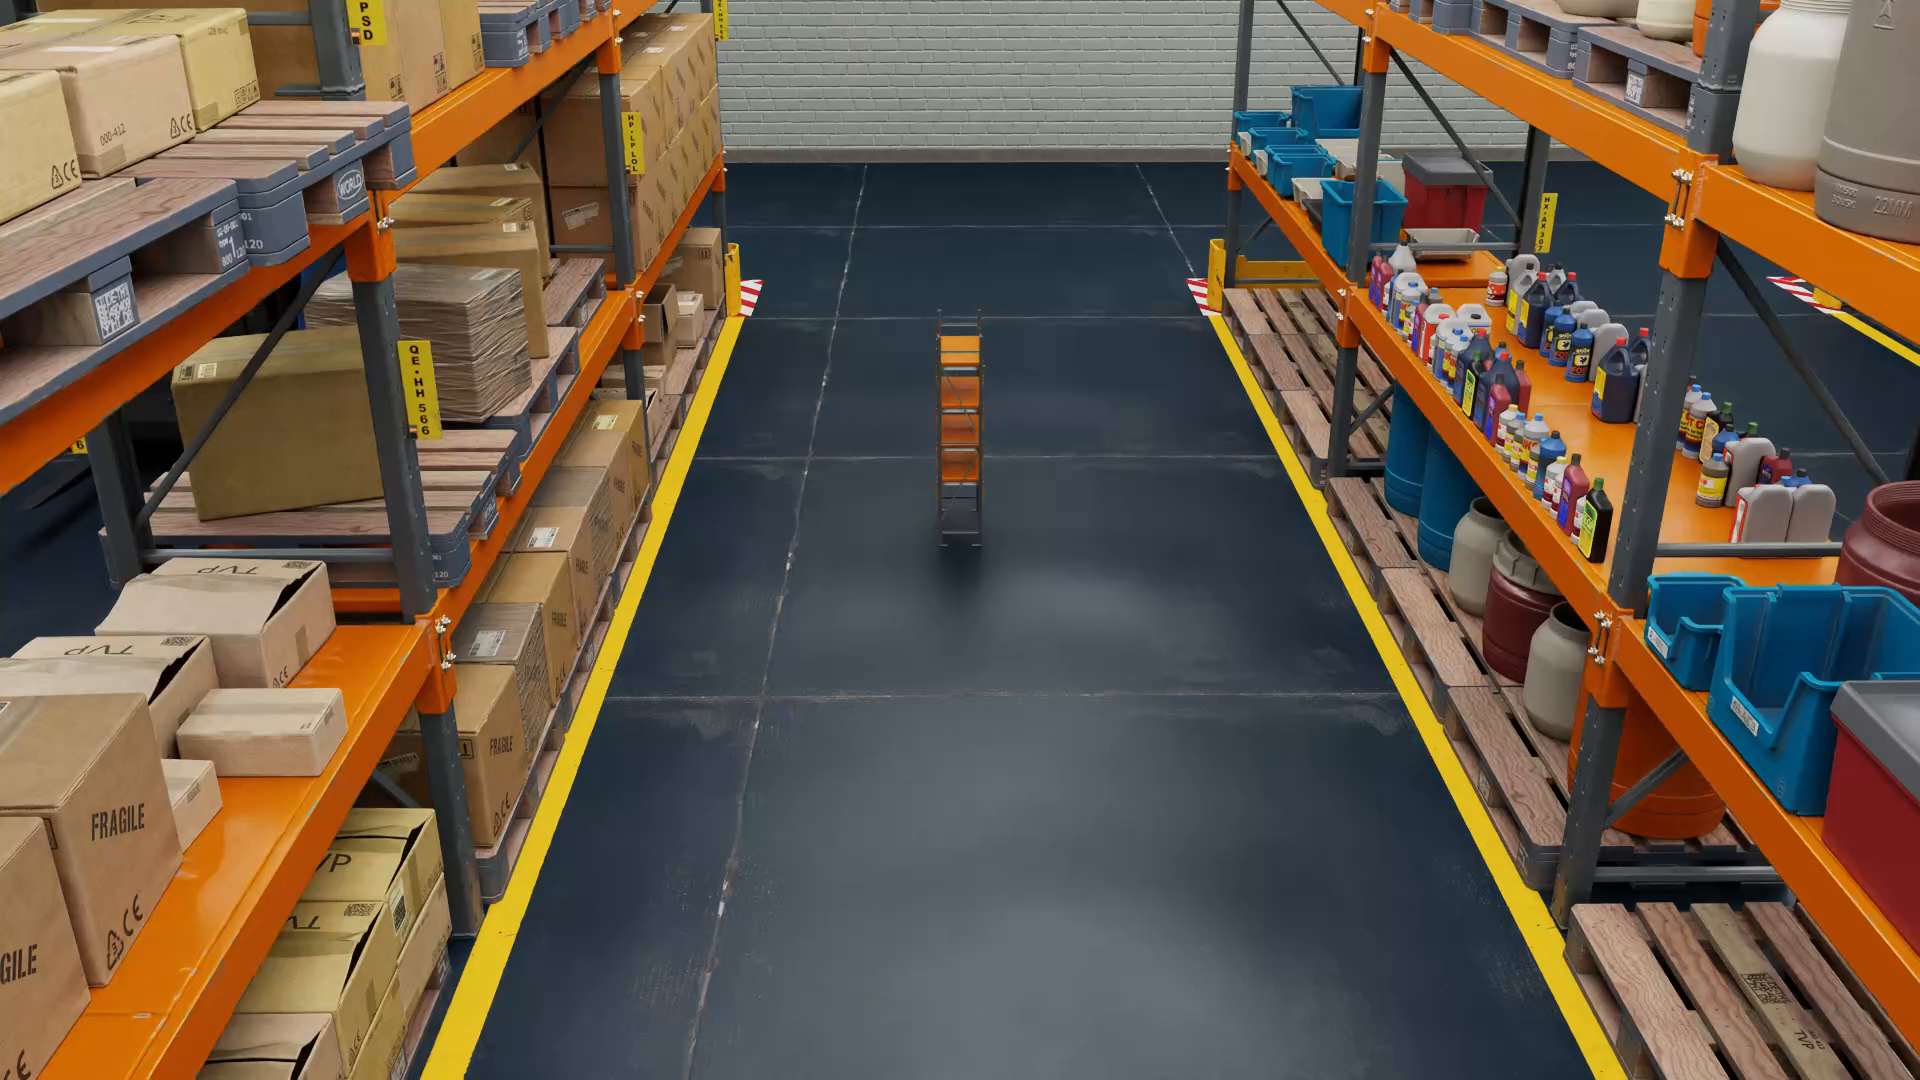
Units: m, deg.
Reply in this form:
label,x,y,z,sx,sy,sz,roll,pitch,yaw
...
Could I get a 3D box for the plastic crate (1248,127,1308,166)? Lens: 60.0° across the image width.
label,x,y,z,sx,sy,sz,roll,pitch,yaw
plastic crate,2.288,-2.834,12.006,0.416,0.233,0.300,0,24,-1

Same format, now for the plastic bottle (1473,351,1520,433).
label,x,y,z,sx,sy,sz,roll,pitch,yaw
plastic bottle,2.291,-0.640,7.084,0.144,0.351,0.185,0,24,-1

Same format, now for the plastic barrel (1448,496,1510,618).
label,x,y,z,sx,sy,sz,roll,pitch,yaw
plastic barrel,2.565,0.082,7.937,0.421,0.512,0.421,0,24,0

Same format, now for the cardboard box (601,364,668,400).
label,x,y,z,sx,sy,sz,roll,pitch,yaw
cardboard box,-2.110,-1.028,10.787,0.380,0.166,0.250,0,24,-1

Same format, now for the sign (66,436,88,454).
label,x,y,z,sx,sy,sz,roll,pitch,yaw
sign,-2.801,-0.425,5.241,0.100,0.325,0.005,0,24,-1

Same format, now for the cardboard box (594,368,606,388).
label,x,y,z,sx,sy,sz,roll,pitch,yaw
cardboard box,-2.600,-1.106,10.784,0.500,0.311,0.500,0,24,-1

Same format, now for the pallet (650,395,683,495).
label,x,y,z,sx,sy,sz,roll,pitch,yaw
pallet,-2.308,-0.600,10.322,1.003,0.211,1.213,0,24,-1

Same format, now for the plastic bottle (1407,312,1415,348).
label,x,y,z,sx,sy,sz,roll,pitch,yaw
plastic bottle,2.255,-1.047,8.166,0.097,0.201,0.097,0,24,0

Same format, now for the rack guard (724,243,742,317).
label,x,y,z,sx,sy,sz,roll,pitch,yaw
rack guard,-2.345,-2.066,13.212,1.175,0.500,0.348,0,24,-1

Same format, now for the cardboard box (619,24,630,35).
label,x,y,z,sx,sy,sz,roll,pitch,yaw
cardboard box,-2.591,-3.338,11.656,0.500,0.500,0.500,0,24,0

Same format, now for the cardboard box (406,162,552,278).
label,x,y,z,sx,sy,sz,roll,pitch,yaw
cardboard box,-2.520,-1.629,8.580,0.700,0.500,0.500,-9,26,-18

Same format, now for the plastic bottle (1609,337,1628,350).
label,x,y,z,sx,sy,sz,roll,pitch,yaw
plastic bottle,2.961,-0.777,7.484,0.097,0.271,0.097,0,24,0

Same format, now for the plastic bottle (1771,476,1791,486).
label,x,y,z,sx,sy,sz,roll,pitch,yaw
plastic bottle,3.038,-0.138,6.156,0.097,0.201,0.097,0,24,0

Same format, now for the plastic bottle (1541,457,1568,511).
label,x,y,z,sx,sy,sz,roll,pitch,yaw
plastic bottle,2.277,-0.218,6.332,0.097,0.201,0.097,0,24,0

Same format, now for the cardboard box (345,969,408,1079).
label,x,y,z,sx,sy,sz,roll,pitch,yaw
cardboard box,-1.999,1.550,5.011,0.500,0.250,0.500,-1,24,-1

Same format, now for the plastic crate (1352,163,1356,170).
label,x,y,z,sx,sy,sz,roll,pitch,yaw
plastic crate,2.835,-2.473,11.325,0.298,0.136,0.250,0,24,-1

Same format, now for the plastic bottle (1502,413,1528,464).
label,x,y,z,sx,sy,sz,roll,pitch,yaw
plastic bottle,2.272,-0.418,6.776,0.097,0.201,0.097,0,24,0

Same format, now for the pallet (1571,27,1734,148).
label,x,y,z,sx,sy,sz,roll,pitch,yaw
pallet,2.784,-1.557,5.642,1.003,0.211,1.213,0,24,-1

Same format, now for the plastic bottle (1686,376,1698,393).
label,x,y,z,sx,sy,sz,roll,pitch,yaw
plastic bottle,3.046,-0.564,6.998,0.061,0.283,0.133,0,24,-1

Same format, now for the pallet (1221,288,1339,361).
label,x,y,z,sx,sy,sz,roll,pitch,yaw
pallet,2.578,-1.647,12.634,1.003,0.211,1.213,0,24,-1

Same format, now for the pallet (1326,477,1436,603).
label,x,y,z,sx,sy,sz,roll,pitch,yaw
pallet,2.618,-0.020,9.038,1.003,0.211,1.213,0,24,-1

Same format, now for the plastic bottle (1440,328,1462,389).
label,x,y,z,sx,sy,sz,roll,pitch,yaw
plastic bottle,2.262,-0.833,7.607,0.097,0.271,0.097,0,24,0

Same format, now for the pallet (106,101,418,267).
label,x,y,z,sx,sy,sz,roll,pitch,yaw
pallet,-2.161,-0.941,4.280,1.213,0.211,1.003,1,24,2

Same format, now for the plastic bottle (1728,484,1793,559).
label,x,y,z,sx,sy,sz,roll,pitch,yaw
plastic bottle,2.861,-0.083,5.944,0.152,0.276,0.135,0,24,-1

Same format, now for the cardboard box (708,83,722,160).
label,x,y,z,sx,sy,sz,roll,pitch,yaw
cardboard box,-2.068,-3.099,12.340,0.500,0.500,0.500,0,24,1

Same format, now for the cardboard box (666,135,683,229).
label,x,y,z,sx,sy,sz,roll,pitch,yaw
cardboard box,-2.047,-2.262,10.490,0.500,0.500,0.500,0,24,-1

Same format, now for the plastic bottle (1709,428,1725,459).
label,x,y,z,sx,sy,sz,roll,pitch,yaw
plastic bottle,3.033,-0.343,6.610,0.097,0.201,0.097,0,24,0

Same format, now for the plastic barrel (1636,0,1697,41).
label,x,y,z,sx,sy,sz,roll,pitch,yaw
plastic barrel,2.537,-1.897,5.822,0.301,0.262,0.301,0,24,0

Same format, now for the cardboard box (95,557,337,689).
label,x,y,z,sx,sy,sz,roll,pitch,yaw
cardboard box,-2.298,0.251,5.164,0.500,0.311,0.500,1,24,3

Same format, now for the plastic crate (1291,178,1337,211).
label,x,y,z,sx,sy,sz,roll,pitch,yaw
plastic crate,2.332,-2.232,10.793,0.293,0.136,0.466,0,24,-1

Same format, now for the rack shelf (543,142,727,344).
label,x,y,z,sx,sy,sz,roll,pitch,yaw
rack shelf,-2.324,-2.084,11.092,1.077,0.370,4.000,0,24,-1

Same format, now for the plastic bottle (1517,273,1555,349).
label,x,y,z,sx,sy,sz,roll,pitch,yaw
plastic bottle,2.846,-1.132,8.173,0.144,0.351,0.185,0,24,-1

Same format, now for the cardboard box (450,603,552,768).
label,x,y,z,sx,sy,sz,roll,pitch,yaw
cardboard box,-1.989,0.594,6.796,0.500,0.500,0.500,-1,24,-2

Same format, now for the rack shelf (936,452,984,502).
label,x,y,z,sx,sy,sz,roll,pitch,yaw
rack shelf,-0.002,-0.373,9.263,0.258,0.148,0.480,0,24,-1

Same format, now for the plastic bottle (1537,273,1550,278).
label,x,y,z,sx,sy,sz,roll,pitch,yaw
plastic bottle,2.983,-1.241,8.504,0.152,0.276,0.135,0,24,-1

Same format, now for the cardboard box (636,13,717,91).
label,x,y,z,sx,sy,sz,roll,pitch,yaw
cardboard box,-2.066,-3.555,12.136,0.500,0.500,0.500,0,24,-1

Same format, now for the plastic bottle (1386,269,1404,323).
label,x,y,z,sx,sy,sz,roll,pitch,yaw
plastic bottle,2.251,-1.255,8.540,0.097,0.271,0.097,0,24,0

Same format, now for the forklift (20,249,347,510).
label,x,y,z,sx,sy,sz,roll,pitch,yaw
forklift,-4.773,-1.922,9.943,1.130,2.935,3.031,1,24,1

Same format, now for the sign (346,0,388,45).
label,x,y,z,sx,sy,sz,roll,pitch,yaw
sign,-1.703,-1.577,4.734,0.100,0.325,0.005,0,24,-1

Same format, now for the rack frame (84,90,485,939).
label,x,y,z,sx,sy,sz,roll,pitch,yaw
rack frame,-2.258,0.060,5.477,1.000,3.000,0.127,0,24,-1

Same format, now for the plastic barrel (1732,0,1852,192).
label,x,y,z,sx,sy,sz,roll,pitch,yaw
plastic barrel,2.392,-1.249,4.596,0.421,0.512,0.421,0,24,0

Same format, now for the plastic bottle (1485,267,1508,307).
label,x,y,z,sx,sy,sz,roll,pitch,yaw
plastic bottle,2.854,-1.349,8.834,0.097,0.201,0.097,0,24,0

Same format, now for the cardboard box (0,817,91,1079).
label,x,y,z,sx,sy,sz,roll,pitch,yaw
cardboard box,-2.218,0.923,3.448,0.500,0.500,0.500,0,24,0

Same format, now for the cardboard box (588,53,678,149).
label,x,y,z,sx,sy,sz,roll,pitch,yaw
cardboard box,-2.037,-2.709,10.265,0.500,0.500,0.500,-1,24,-2

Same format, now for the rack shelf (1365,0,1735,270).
label,x,y,z,sx,sy,sz,roll,pitch,yaw
rack shelf,2.673,-1.824,6.875,1.077,0.370,4.000,0,24,-1

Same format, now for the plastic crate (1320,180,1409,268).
label,x,y,z,sx,sy,sz,roll,pitch,yaw
plastic crate,2.305,-1.820,9.580,0.392,0.384,0.575,0,24,-1

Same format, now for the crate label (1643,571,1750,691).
label,x,y,z,sx,sy,sz,roll,pitch,yaw
crate label,2.325,0.291,5.170,0.303,0.233,0.416,0,24,-1

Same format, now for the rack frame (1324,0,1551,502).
label,x,y,z,sx,sy,sz,roll,pitch,yaw
rack frame,2.651,-1.609,9.167,1.000,3.000,0.127,0,24,-1

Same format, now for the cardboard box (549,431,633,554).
label,x,y,z,sx,sy,sz,roll,pitch,yaw
cardboard box,-2.013,-0.244,8.649,0.500,0.500,0.500,0,24,0

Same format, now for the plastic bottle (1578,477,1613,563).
label,x,y,z,sx,sy,sz,roll,pitch,yaw
plastic bottle,2.264,-0.072,5.911,0.061,0.283,0.133,0,24,-1

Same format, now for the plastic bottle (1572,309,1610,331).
label,x,y,z,sx,sy,sz,roll,pitch,yaw
plastic bottle,2.990,-0.978,7.922,0.152,0.276,0.135,0,24,-1

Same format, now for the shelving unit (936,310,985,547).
label,x,y,z,sx,sy,sz,roll,pitch,yaw
shelving unit,-0.002,-0.615,9.154,0.258,1.200,0.503,0,24,-1

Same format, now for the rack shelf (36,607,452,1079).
label,x,y,z,sx,sy,sz,roll,pitch,yaw
rack shelf,-2.236,1.212,3.803,1.077,0.370,4.000,0,24,-1

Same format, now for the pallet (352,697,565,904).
label,x,y,z,sx,sy,sz,roll,pitch,yaw
pallet,-2.229,1.023,6.732,1.003,0.211,1.213,0,24,-1

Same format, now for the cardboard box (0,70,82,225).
label,x,y,z,sx,sy,sz,roll,pitch,yaw
cardboard box,-2.178,-0.791,3.392,0.500,0.250,0.500,-1,24,-2

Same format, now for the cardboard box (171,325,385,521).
label,x,y,z,sx,sy,sz,roll,pitch,yaw
cardboard box,-2.378,-0.436,5.943,0.700,0.500,0.500,-9,26,-18
